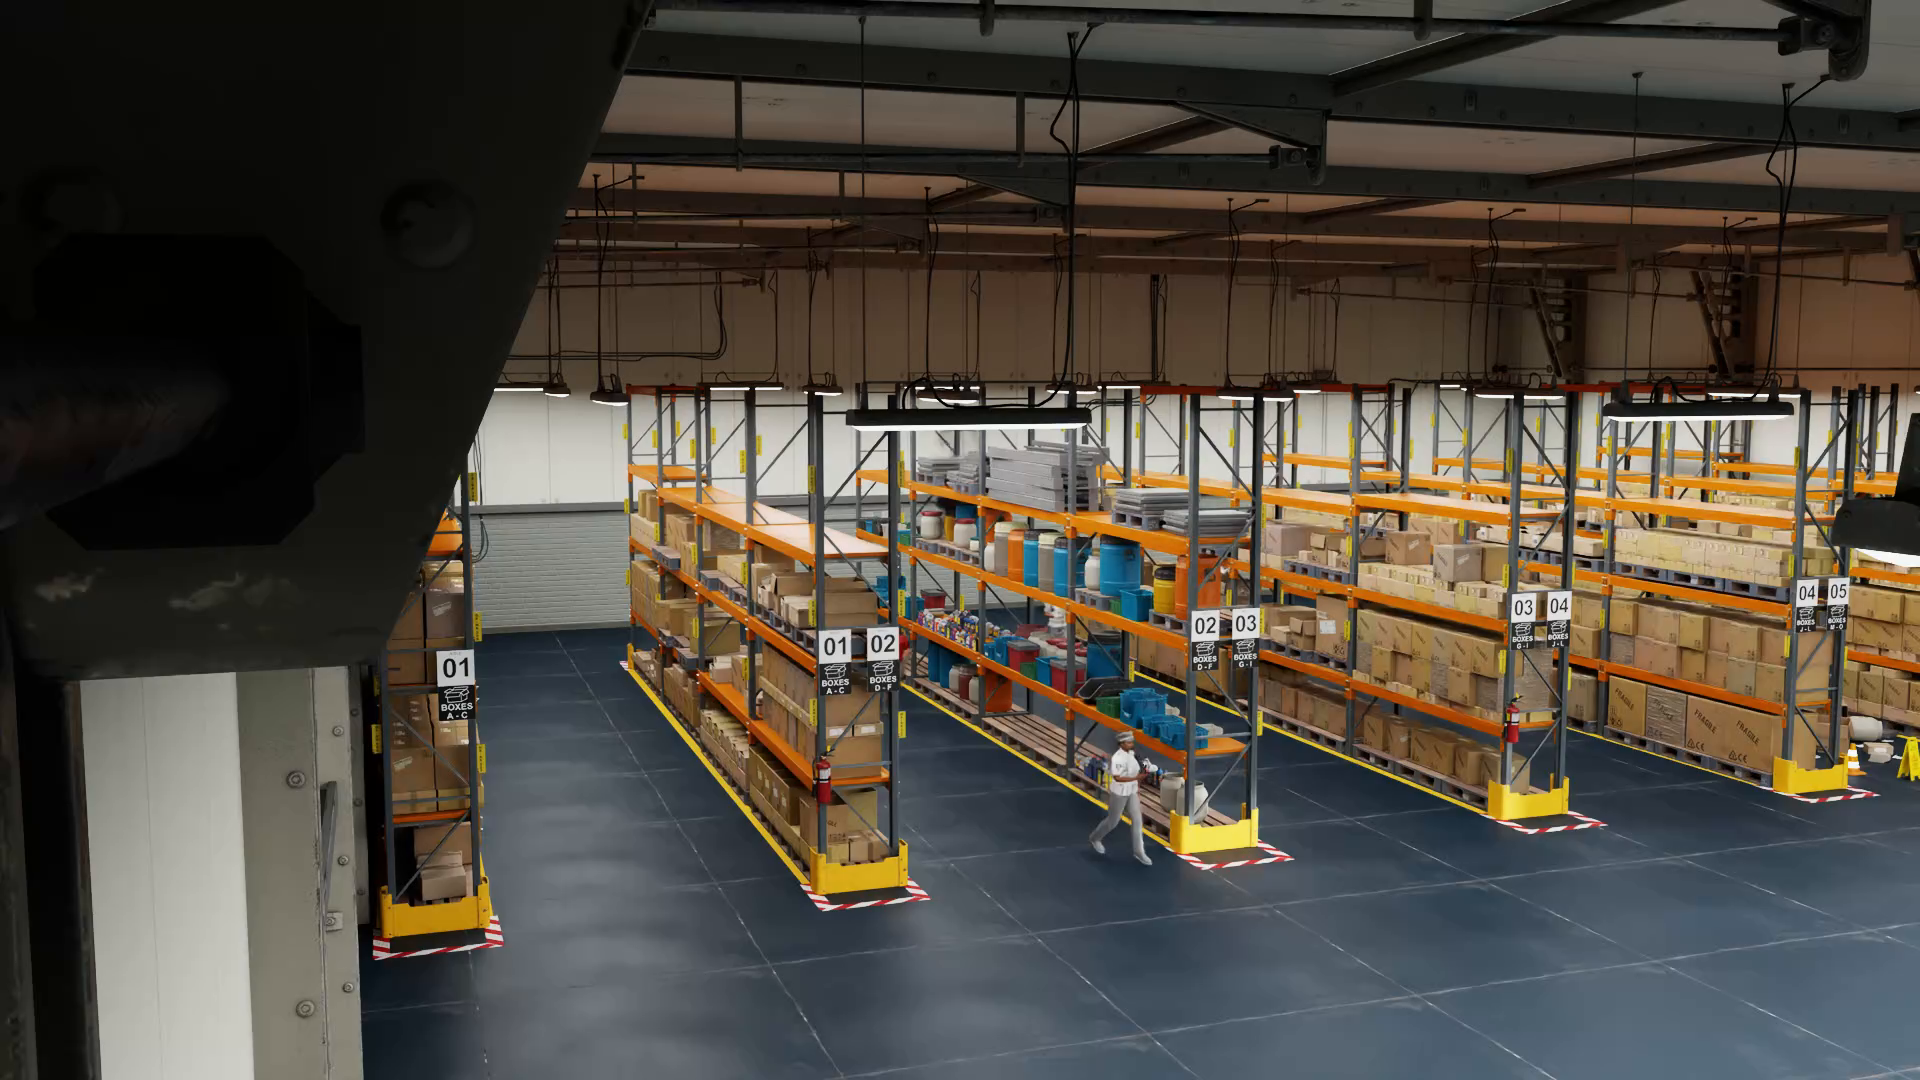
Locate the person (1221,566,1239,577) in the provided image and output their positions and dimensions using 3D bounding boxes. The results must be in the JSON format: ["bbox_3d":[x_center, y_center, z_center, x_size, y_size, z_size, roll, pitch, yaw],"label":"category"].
[{"bbox_3d":[6.371,1.280,40.523,0.903,1.753,0.723,-4,7,-34],"label":"person"}]

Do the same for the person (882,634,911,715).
[{"bbox_3d":[-1.204,2.356,30.418,0.633,1.741,0.688,-1,6,-14],"label":"person"}]

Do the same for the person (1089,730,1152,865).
[{"bbox_3d":[2.076,3.262,21.353,0.929,1.699,0.566,5,8,41],"label":"person"}]

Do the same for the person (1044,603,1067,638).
[{"bbox_3d":[2.058,1.818,34.829,0.684,1.771,0.969,-3,7,-30],"label":"person"}]
